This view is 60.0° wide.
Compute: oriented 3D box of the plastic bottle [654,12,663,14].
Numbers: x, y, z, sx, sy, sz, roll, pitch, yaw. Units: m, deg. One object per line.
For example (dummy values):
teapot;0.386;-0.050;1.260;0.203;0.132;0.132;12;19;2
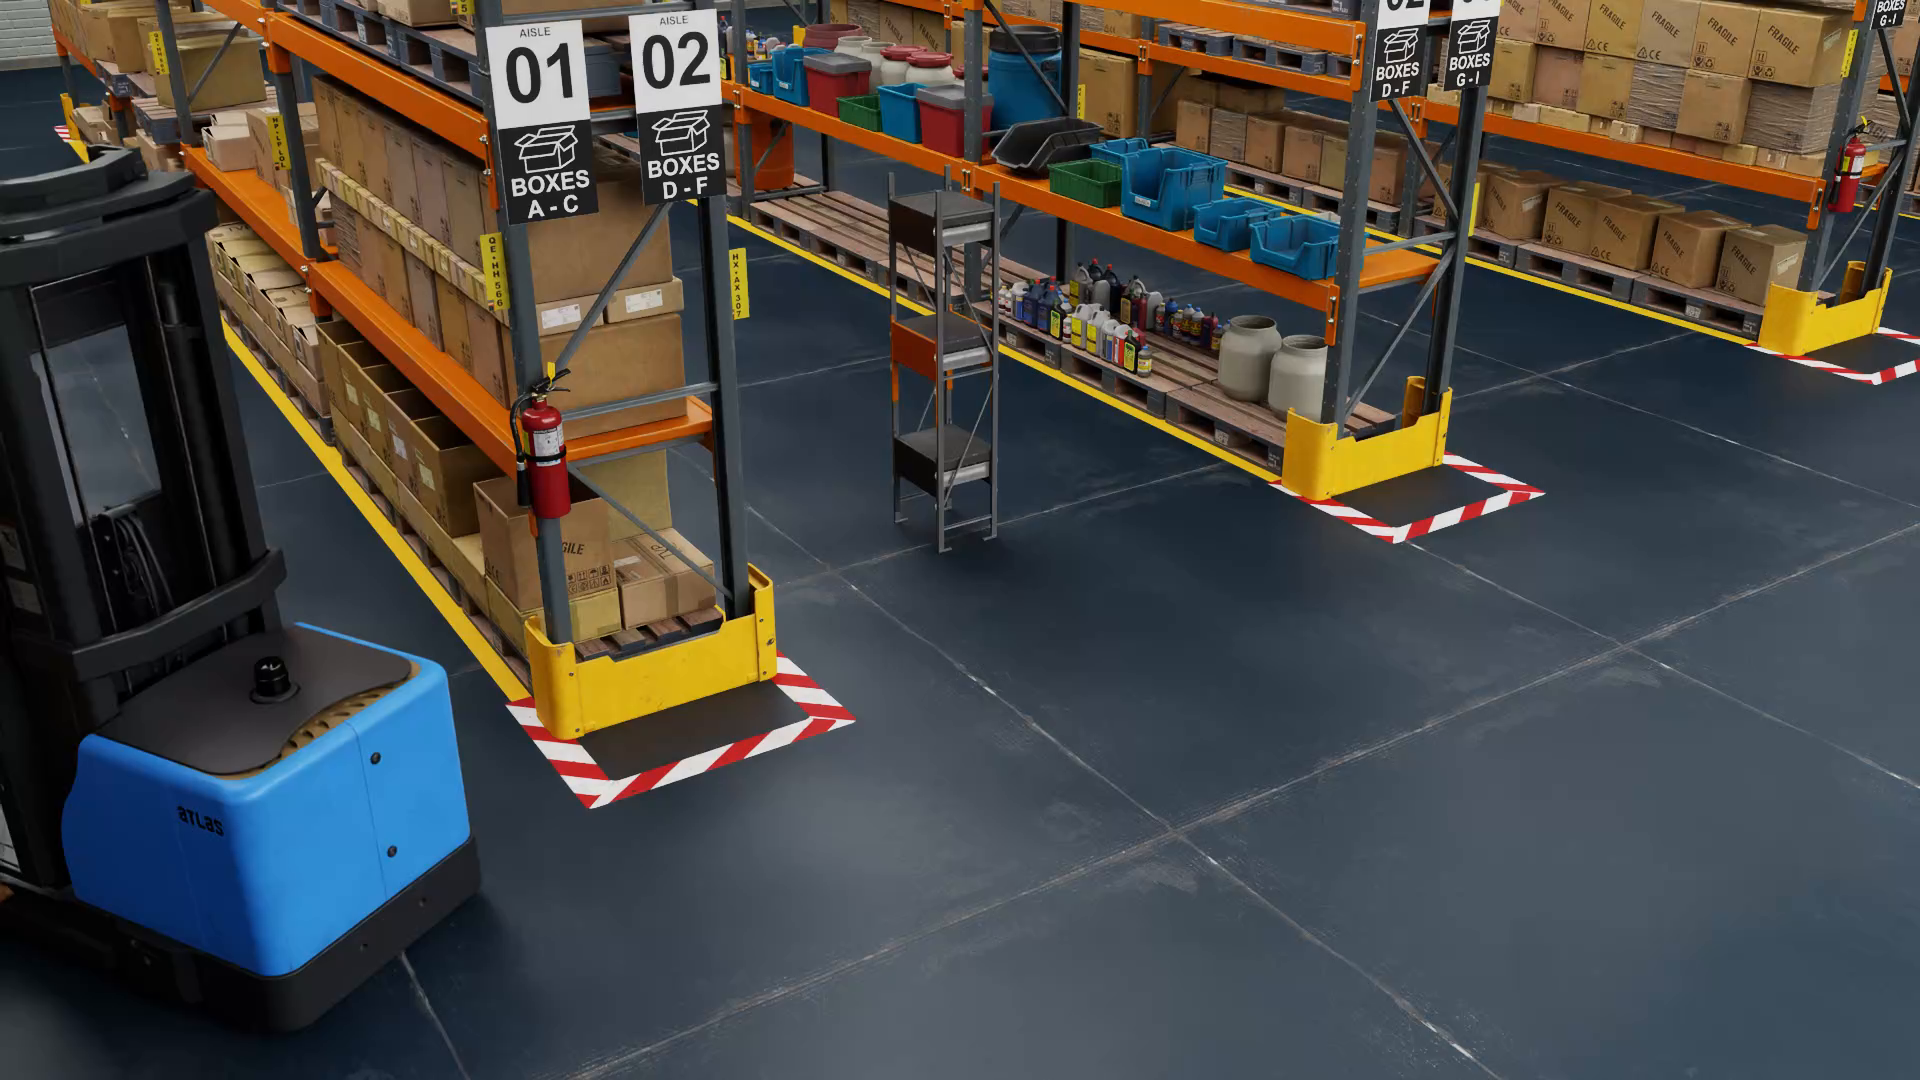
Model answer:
plastic bottle;-3.400;-5.939;18.963;0.152;0.276;0.135;-16;29;-30

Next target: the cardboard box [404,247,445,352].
cardboard box;-2.579;-1.384;9.052;0.700;0.500;0.500;-15;29;-28

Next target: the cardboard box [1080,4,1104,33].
cardboard box;1.703;-6.128;19.101;0.500;0.500;0.500;-16;30;-30

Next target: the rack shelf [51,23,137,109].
rack shelf;-9.130;-5.298;18.302;1.077;0.370;4.000;-16;29;-30

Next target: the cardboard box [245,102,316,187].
cardboard box;-4.925;-2.926;12.318;0.500;0.500;0.500;-17;30;-32

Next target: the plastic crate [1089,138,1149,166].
plastic crate;1.313;-2.800;12.342;0.499;0.251;0.616;-16;29;-30

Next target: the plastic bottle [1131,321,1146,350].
plastic bottle;1.269;-1.416;11.902;0.061;0.283;0.133;-16;29;-30

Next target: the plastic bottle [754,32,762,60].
plastic bottle;-2.081;-5.114;17.207;0.061;0.283;0.133;-16;29;-30

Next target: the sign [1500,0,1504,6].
sign;3.128;-3.256;9.610;0.100;0.325;0.005;-16;29;-30

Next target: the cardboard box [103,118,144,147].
cardboard box;-8.587;-4.114;17.365;0.500;0.500;0.500;-16;29;-30

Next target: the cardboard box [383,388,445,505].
cardboard box;-2.859;-0.558;9.268;0.500;0.500;0.500;-16;29;-30

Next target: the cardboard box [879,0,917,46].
cardboard box;-0.521;-7.021;23.106;0.875;0.875;0.875;-16;29;-30

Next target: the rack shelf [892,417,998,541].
rack shelf;-0.090;-0.363;9.732;0.431;0.518;0.480;-16;29;-30

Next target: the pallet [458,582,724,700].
pallet;-1.940;0.381;8.695;1.003;0.211;1.213;-16;29;-30

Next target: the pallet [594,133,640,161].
pallet;-3.500;-4.515;19.066;1.003;0.211;1.213;-16;29;-30

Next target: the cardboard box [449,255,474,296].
cardboard box;-2.275;-1.322;8.160;0.380;0.149;0.250;-15;29;-29

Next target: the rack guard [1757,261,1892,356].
rack guard;6.773;-1.820;13.020;1.175;0.500;0.348;-16;29;-30

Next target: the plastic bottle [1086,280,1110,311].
plastic bottle;1.069;-1.892;12.919;0.152;0.276;0.135;-16;29;-30

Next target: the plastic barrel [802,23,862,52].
plastic barrel;-1.195;-4.597;15.814;0.600;0.536;0.708;-16;29;-30

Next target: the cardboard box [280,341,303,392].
cardboard box;-4.415;-1.255;11.625;0.500;0.250;0.500;-16;30;-30

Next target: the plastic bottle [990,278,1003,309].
plastic bottle;0.288;-1.949;13.045;0.097;0.271;0.097;0;25;0

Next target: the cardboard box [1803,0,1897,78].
cardboard box;6.743;-3.815;12.682;0.500;0.500;0.500;-16;29;-30

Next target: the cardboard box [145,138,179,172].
cardboard box;-7.158;-3.549;15.289;0.500;0.250;0.500;-16;30;-31

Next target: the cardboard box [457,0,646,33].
cardboard box;-1.797;-2.479;7.197;0.797;0.503;0.637;-13;28;-26

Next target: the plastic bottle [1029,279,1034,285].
plastic bottle;0.576;-1.870;12.864;0.061;0.283;0.133;-16;29;-30

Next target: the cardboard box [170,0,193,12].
cardboard box;-8.060;-5.640;16.894;0.500;0.500;0.500;-15;29;-28

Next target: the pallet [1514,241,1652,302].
pallet;5.698;-2.424;14.638;1.003;0.211;1.213;-16;29;-30

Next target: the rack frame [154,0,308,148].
rack frame;-5.854;-3.477;13.603;1.000;3.000;0.127;-16;29;-30

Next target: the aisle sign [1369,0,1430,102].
aisle sign;2.455;-2.850;9.228;0.394;0.787;0.004;-16;29;-30

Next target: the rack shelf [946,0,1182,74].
rack shelf;1.356;-6.175;20.159;1.077;0.370;4.000;-16;29;-30

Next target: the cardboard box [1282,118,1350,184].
cardboard box;3.764;-4.022;17.169;0.700;0.500;0.500;-18;31;-34

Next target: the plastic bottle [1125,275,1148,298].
plastic bottle;1.356;-1.854;12.750;0.144;0.351;0.185;-16;29;-30

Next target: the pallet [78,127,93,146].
pallet;-9.744;-4.766;19.598;1.003;0.211;1.213;-16;29;-30

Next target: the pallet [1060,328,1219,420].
pallet;1.483;-1.252;12.155;1.003;0.211;1.213;-16;29;-30

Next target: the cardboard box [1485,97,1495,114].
cardboard box;4.782;-3.918;14.830;0.380;0.149;0.250;-16;29;-30

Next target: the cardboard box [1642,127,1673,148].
cardboard box;5.790;-3.307;13.535;0.380;0.149;0.250;-16;29;-30

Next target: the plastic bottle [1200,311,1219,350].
plastic bottle;1.828;-1.546;12.178;0.061;0.283;0.133;-15;29;-29

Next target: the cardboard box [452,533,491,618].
cardboard box;-2.311;0.138;8.672;0.500;0.250;0.500;-16;29;-30

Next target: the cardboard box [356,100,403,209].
cardboard box;-2.874;-2.162;9.179;0.700;0.500;0.500;-16;29;-30

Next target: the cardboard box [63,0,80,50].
cardboard box;-9.371;-5.621;18.027;0.500;0.500;0.500;-15;29;-29

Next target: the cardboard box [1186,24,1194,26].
cardboard box;2.776;-5.836;17.990;0.500;0.500;0.500;-20;32;-36

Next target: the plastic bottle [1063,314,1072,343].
plastic bottle;0.812;-1.574;12.332;0.097;0.201;0.097;0;25;0

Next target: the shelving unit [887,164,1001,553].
shelving unit;-0.090;-1.009;9.427;0.431;2.100;0.503;-16;29;-30

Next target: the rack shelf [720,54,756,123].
rack shelf;-2.794;-5.021;17.714;1.077;0.370;4.000;-16;29;-30

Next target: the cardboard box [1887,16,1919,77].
cardboard box;9.569;-5.000;16.653;0.875;0.550;0.550;-16;29;-30

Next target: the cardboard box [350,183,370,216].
cardboard box;-3.263;-1.969;9.530;0.380;0.149;0.250;-16;30;-30

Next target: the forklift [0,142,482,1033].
forklift;-3.467;0.008;6.301;3.031;2.935;1.130;12;28;24

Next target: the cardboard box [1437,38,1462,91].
cardboard box;4.825;-4.358;15.003;0.875;0.500;0.500;-16;29;-30

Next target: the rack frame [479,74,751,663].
rack frame;-1.487;-0.616;7.541;1.000;3.000;0.127;-16;29;-30

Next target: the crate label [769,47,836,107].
crate label;-1.386;-4.228;15.151;0.502;0.435;0.616;-16;29;-30

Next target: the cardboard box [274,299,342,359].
cardboard box;-4.421;-1.510;11.506;0.500;0.311;0.500;-15;29;-28

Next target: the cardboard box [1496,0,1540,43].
cardboard box;4.938;-4.587;14.317;0.500;0.500;0.500;-16;29;-30
